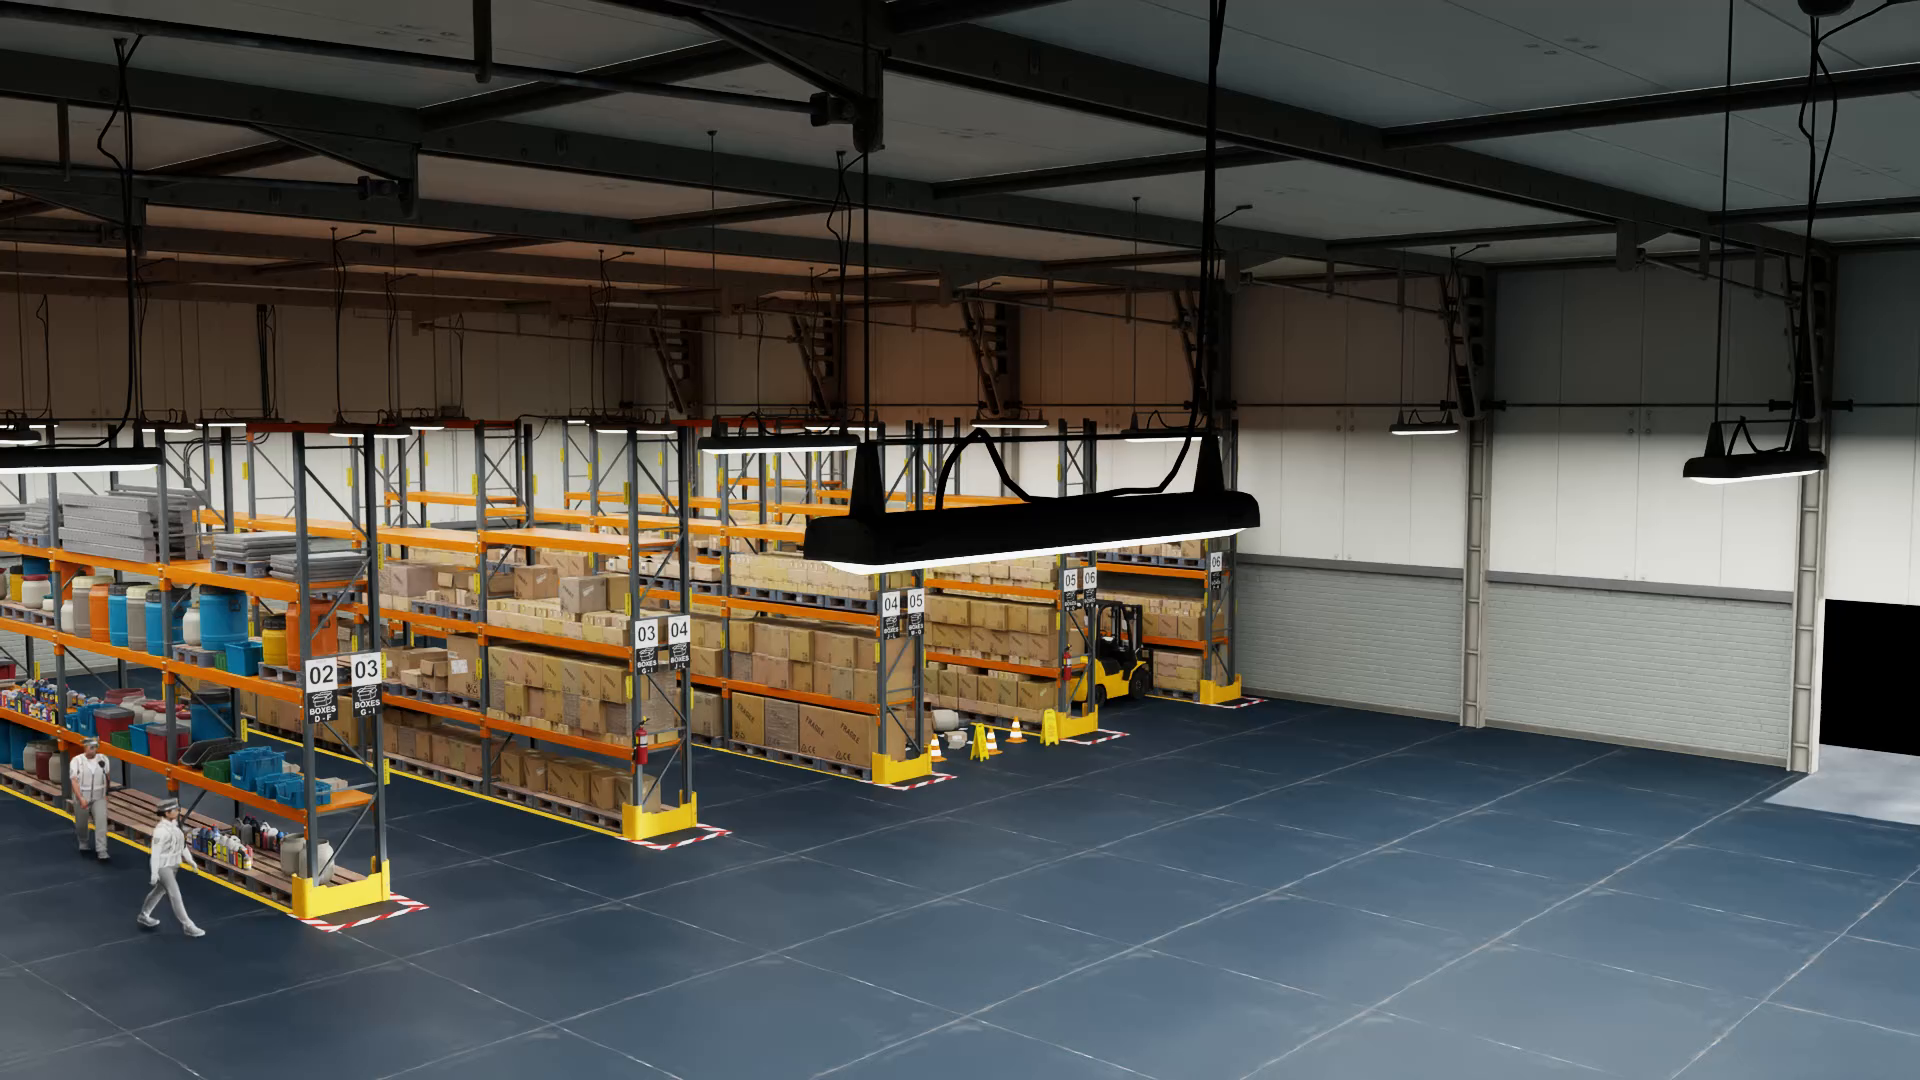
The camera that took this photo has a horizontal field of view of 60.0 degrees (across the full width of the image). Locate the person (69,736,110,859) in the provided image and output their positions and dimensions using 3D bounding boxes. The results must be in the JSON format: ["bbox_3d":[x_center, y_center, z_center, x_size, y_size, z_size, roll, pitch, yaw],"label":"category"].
[{"bbox_3d":[-12.122,3.579,23.215,0.522,1.682,1.092,-3,6,-35],"label":"person"}]

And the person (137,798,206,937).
[{"bbox_3d":[-9.429,3.869,19.842,1.073,1.604,0.564,1,5,14],"label":"person"}]
